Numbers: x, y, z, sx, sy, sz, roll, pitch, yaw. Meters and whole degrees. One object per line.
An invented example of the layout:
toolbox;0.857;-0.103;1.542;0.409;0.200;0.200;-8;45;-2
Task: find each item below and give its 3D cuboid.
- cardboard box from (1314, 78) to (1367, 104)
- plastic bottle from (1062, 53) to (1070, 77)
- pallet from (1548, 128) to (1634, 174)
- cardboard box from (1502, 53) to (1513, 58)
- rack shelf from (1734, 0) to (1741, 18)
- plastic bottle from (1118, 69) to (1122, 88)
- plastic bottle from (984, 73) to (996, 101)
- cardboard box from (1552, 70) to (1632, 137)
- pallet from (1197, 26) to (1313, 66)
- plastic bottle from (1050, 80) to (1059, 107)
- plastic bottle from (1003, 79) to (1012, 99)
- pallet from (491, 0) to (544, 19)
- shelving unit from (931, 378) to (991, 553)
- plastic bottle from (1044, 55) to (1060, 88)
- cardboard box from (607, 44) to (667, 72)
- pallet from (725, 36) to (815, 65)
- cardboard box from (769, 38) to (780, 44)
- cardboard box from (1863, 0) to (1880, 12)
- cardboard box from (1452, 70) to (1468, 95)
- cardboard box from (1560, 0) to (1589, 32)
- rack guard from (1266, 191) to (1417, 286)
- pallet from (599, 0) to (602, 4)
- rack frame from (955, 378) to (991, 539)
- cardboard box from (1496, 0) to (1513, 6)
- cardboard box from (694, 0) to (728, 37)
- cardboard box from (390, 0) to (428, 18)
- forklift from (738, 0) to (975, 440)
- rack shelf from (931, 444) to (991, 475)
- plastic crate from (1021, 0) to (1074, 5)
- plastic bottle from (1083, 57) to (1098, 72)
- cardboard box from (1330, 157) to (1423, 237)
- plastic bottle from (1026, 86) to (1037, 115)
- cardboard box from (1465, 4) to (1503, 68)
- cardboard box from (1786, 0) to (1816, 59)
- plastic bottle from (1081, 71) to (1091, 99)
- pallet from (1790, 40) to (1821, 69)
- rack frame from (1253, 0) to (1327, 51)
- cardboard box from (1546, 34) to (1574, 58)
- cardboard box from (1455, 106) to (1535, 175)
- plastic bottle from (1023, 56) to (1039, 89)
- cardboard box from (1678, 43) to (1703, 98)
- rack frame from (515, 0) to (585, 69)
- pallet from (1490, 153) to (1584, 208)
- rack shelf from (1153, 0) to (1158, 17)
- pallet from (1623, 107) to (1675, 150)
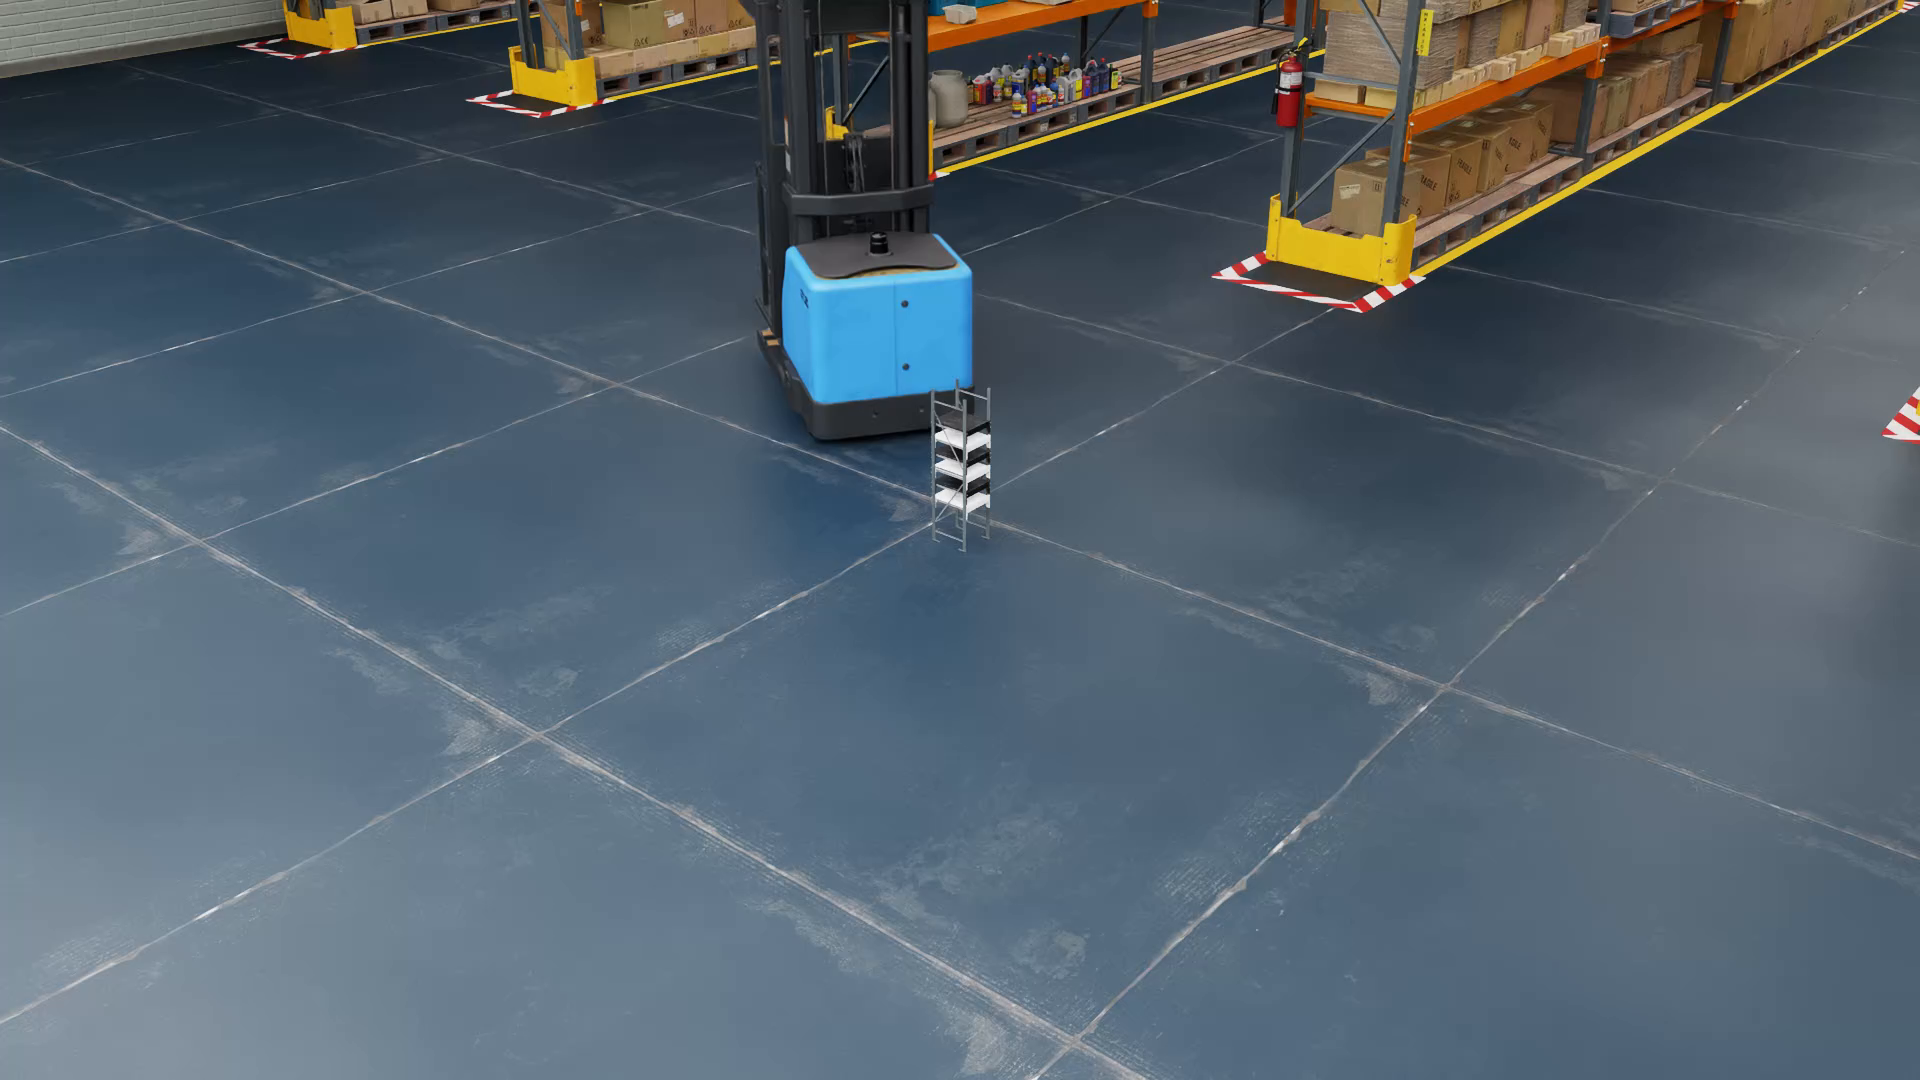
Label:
cardboard box;3.037;-3.577;13.173;0.380;0.149;0.250;21;34;34
plastic bottle;1.196;-5.391;18.898;0.097;0.271;0.097;0;27;0
pallet;6.053;-3.983;16.720;1.003;0.211;1.213;21;34;34
cardboard box;4.466;-4.078;14.141;0.380;0.149;0.250;21;34;34
rack shelf;9.376;-6.753;19.822;1.077;0.370;4.000;21;34;34
plastic bottle;1.747;-5.126;18.460;0.097;0.201;0.097;0;27;0
plastic bottle;0.293;-4.870;17.885;0.152;0.276;0.135;20;33;33
cardboard box;6.284;-4.405;16.743;0.700;0.500;0.500;21;34;34
pallet;3.759;-6.309;21.216;1.003;0.211;1.213;21;34;34
plastic bottle;0.997;-4.739;17.636;0.097;0.271;0.097;0;27;0
plastic bottle;0.516;-4.877;17.980;0.097;0.201;0.097;0;27;0
pallet;-6.307;-7.801;24.100;1.003;0.211;1.213;21;34;34
shelving unit;0.005;-0.403;9.049;0.258;0.900;0.210;21;34;34
plastic bottle;1.015;-5.205;18.450;0.144;0.351;0.185;21;34;34
cardboard box;-3.799;-5.692;19.524;0.500;0.250;0.500;21;34;34
pallet;-2.621;-6.334;21.263;1.003;0.211;1.213;21;34;34
cardboard box;-2.534;-6.404;20.901;0.500;0.250;0.500;21;34;34
cardboard box;12.268;-7.870;23.053;0.875;0.875;0.875;21;34;34
cardboard box;3.868;-3.709;13.428;0.380;0.149;0.250;21;34;34
cardboard box;5.225;-4.980;15.180;0.875;0.500;0.500;21;34;34
rack guard;3.063;-2.444;13.430;1.175;0.500;0.348;21;34;34
pallet;-5.413;-8.326;25.115;1.003;0.211;1.213;21;34;34
rack frame;0.070;-0.439;9.118;0.240;0.900;0.006;21;34;34
cardboard box;4.215;-4.616;13.387;0.500;0.500;0.500;21;34;34
cardboard box;-3.158;-6.378;20.034;0.500;0.500;0.500;21;34;34
cardboard box;-7.579;-7.292;22.529;0.500;0.311;0.500;24;36;38
forklift;-0.809;-2.580;11.047;1.130;2.935;3.031;-8;28;-14
rack shelf;0.005;-0.453;9.023;0.258;0.077;0.200;21;34;34
plastic crate;0.900;-5.626;17.147;0.530;0.136;0.437;21;34;34
plastic bottle;1.439;-5.141;18.328;0.144;0.351;0.185;21;34;34
cardboard box;3.425;-2.820;13.700;0.500;0.500;0.500;-21;34;-35
plastic bottle;0.745;-4.590;17.336;0.061;0.283;0.133;21;34;35
cardboard box;3.963;-4.267;13.802;0.875;0.500;0.500;21;34;34
cardboard box;9.688;-6.475;20.356;1.225;0.875;0.875;19;33;33
plastic bottle;1.357;-4.931;17.995;0.061;0.283;0.133;23;35;38
pallet;10.215;-6.247;21.097;1.003;0.211;1.213;21;34;34
rack frame;4.282;-7.811;21.084;1.000;3.000;0.127;21;34;34
cardboard box;5.205;-4.393;14.751;0.380;0.149;0.250;21;34;34
cardboard box;4.915;-3.686;15.374;0.500;0.500;0.500;-16;31;-28
plastic bottle;0.784;-5.180;18.402;0.144;0.351;0.185;19;33;32
cardboard box;7.693;-5.205;18.289;0.700;0.500;0.500;19;33;32
rack frame;-4.627;-6.424;18.402;1.000;3.000;0.127;21;34;34
pallet;5.159;-3.458;15.705;1.003;0.211;1.213;21;34;34
rack shelf;3.009;-6.782;19.879;1.077;0.370;4.000;21;34;34
pallet;6.829;-4.418;17.560;1.003;0.211;1.213;21;34;34
